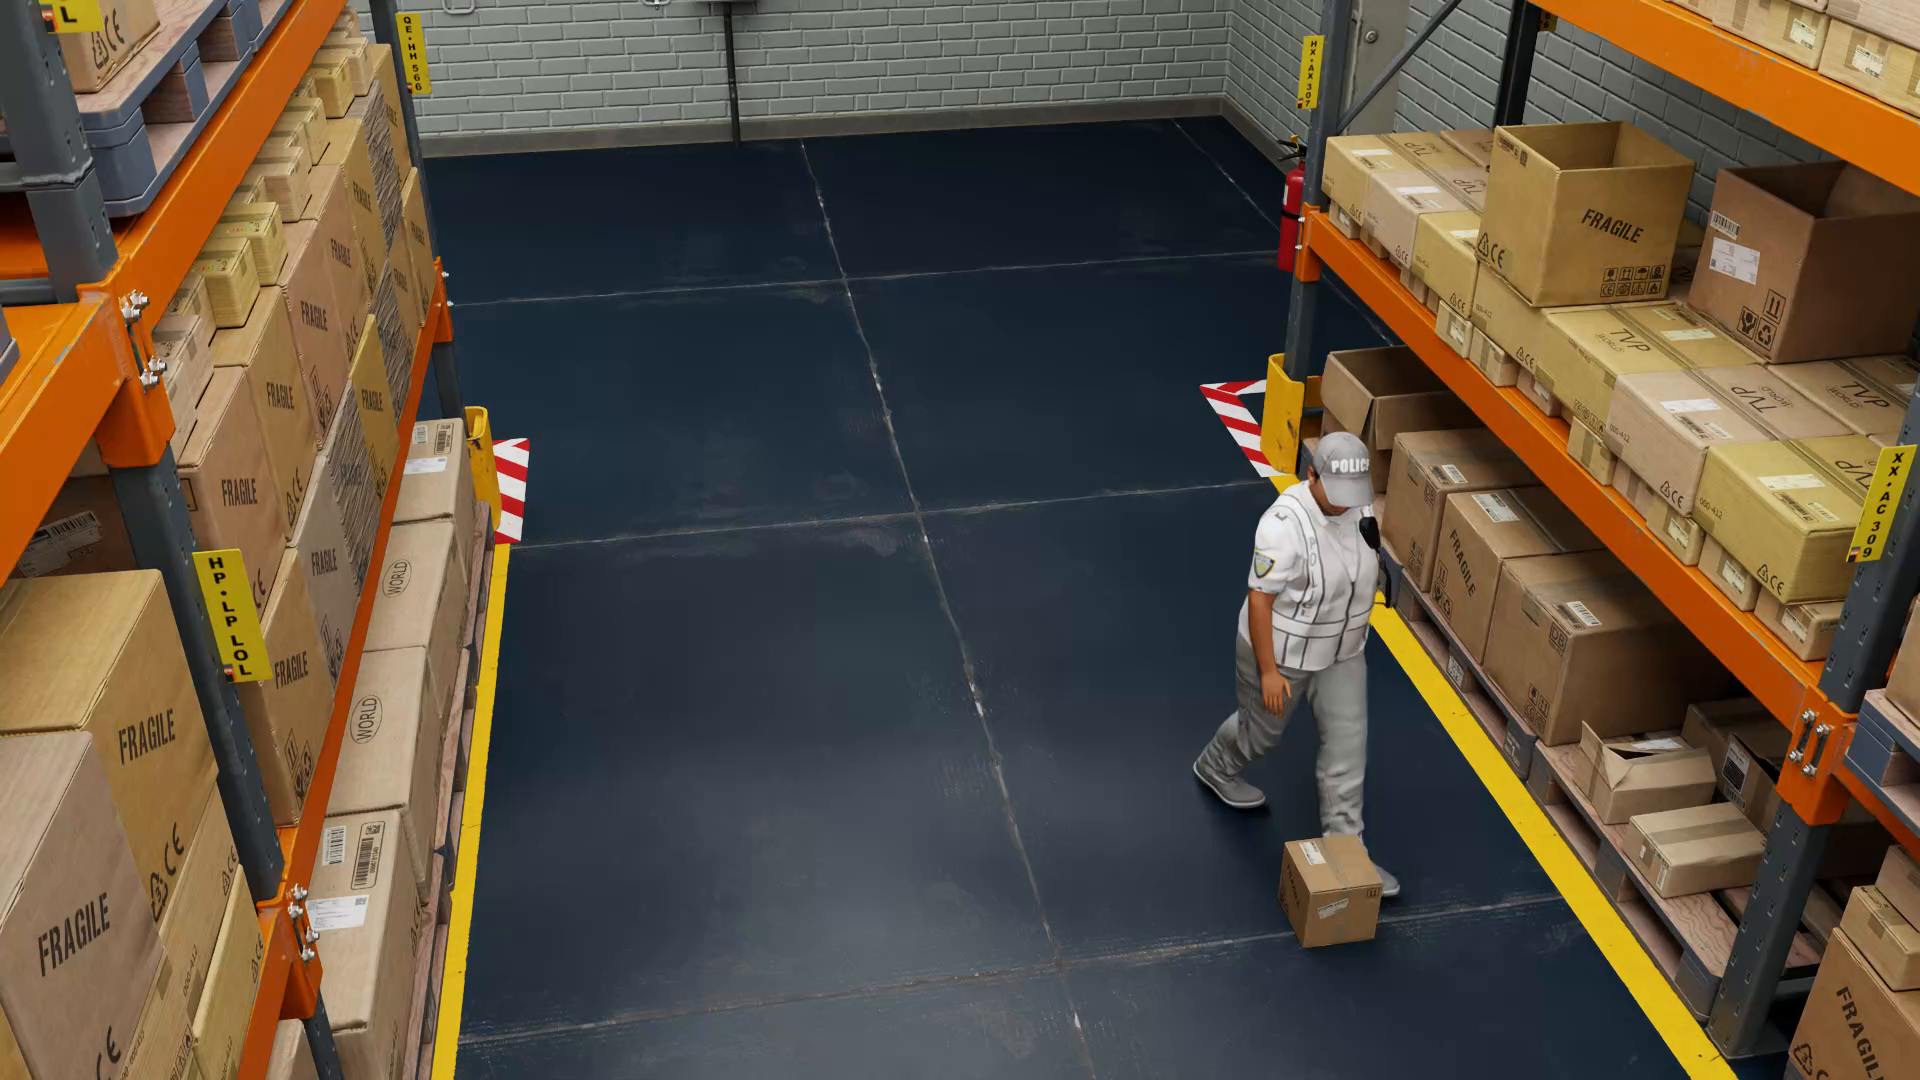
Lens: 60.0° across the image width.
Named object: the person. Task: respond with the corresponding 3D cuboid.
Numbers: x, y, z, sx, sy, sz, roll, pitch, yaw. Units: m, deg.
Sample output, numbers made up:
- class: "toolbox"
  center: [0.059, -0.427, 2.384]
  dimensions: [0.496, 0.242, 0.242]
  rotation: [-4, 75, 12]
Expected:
- class: "person"
  center: [1.185, 0.375, 5.536]
  dimensions: [0.502, 1.611, 0.913]
  rotation: [-16, 34, -24]
